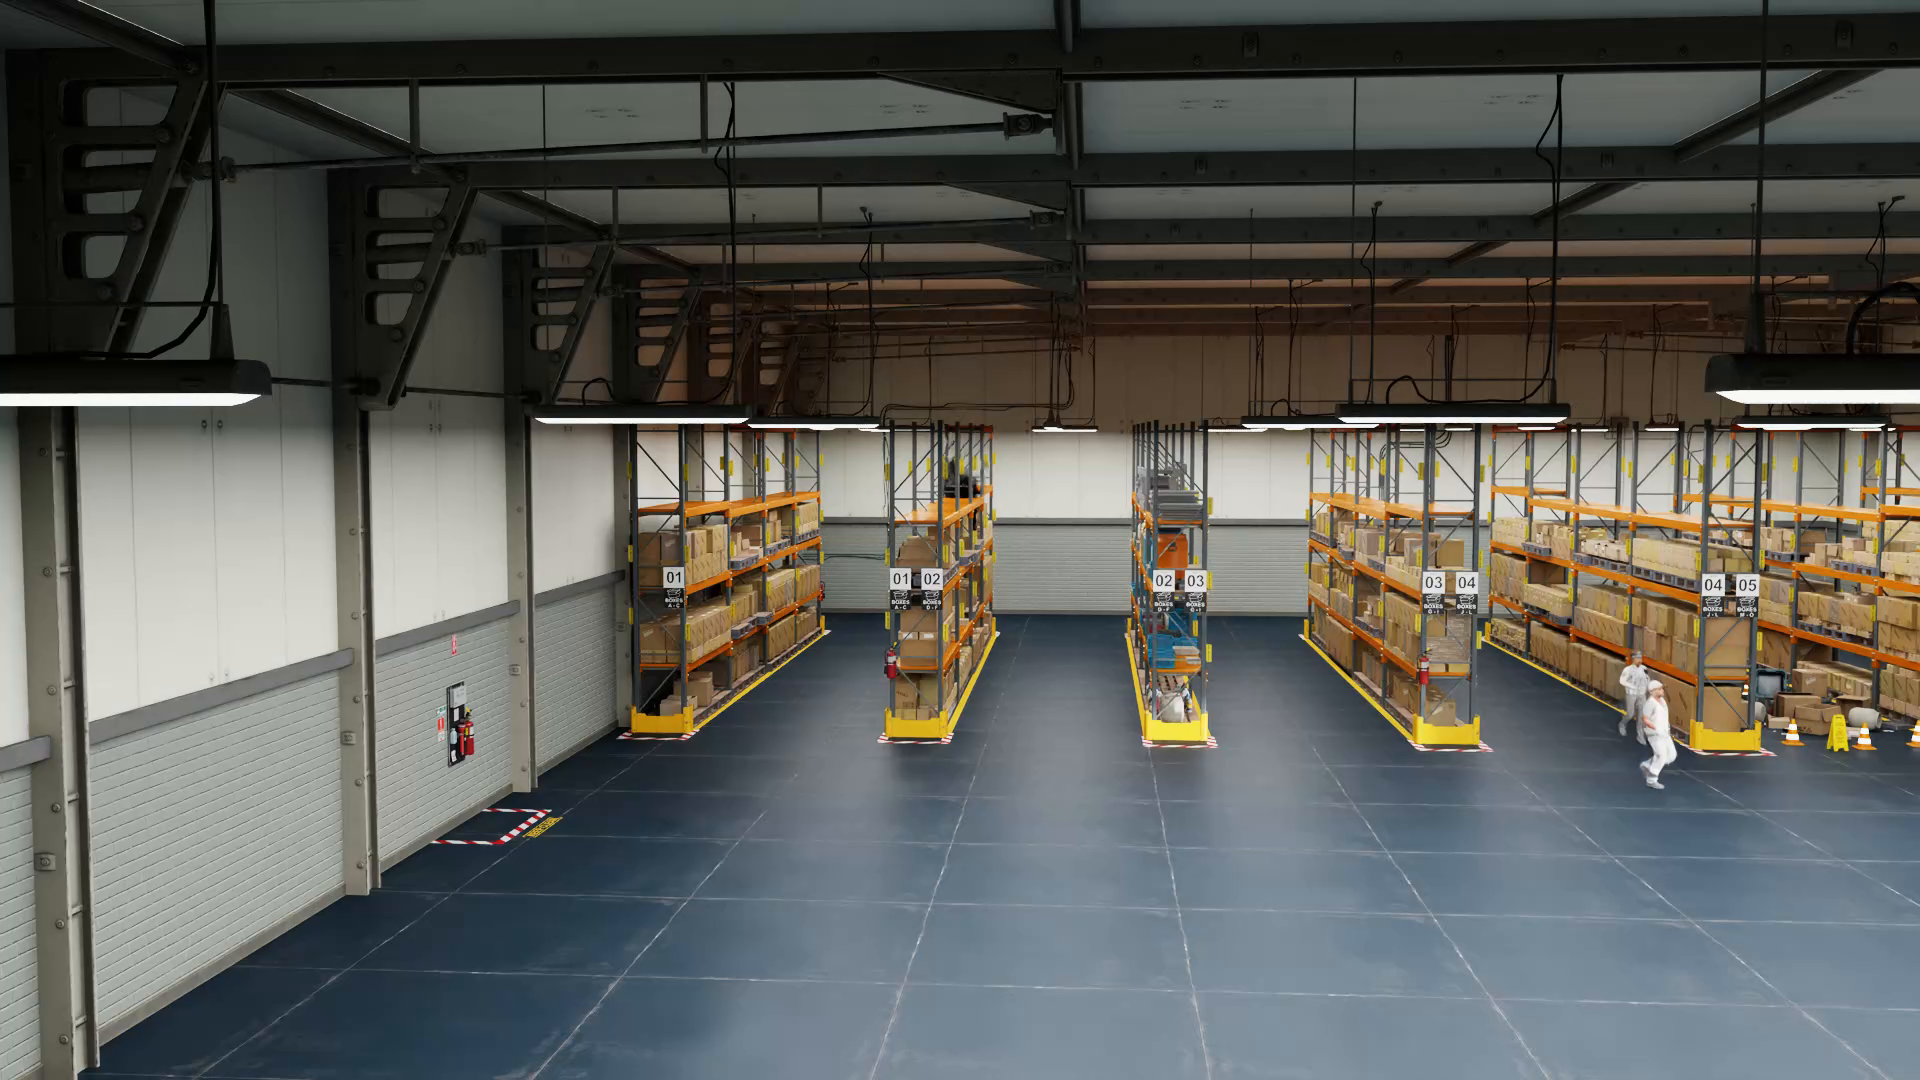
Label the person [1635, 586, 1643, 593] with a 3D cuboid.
[{"bbox_3d":[19.202,1.890,47.375,0.581,1.678,0.661,1,4,13],"label":"person"}]

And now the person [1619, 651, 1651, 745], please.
[{"bbox_3d":[12.625,2.912,31.087,0.638,1.715,0.818,0,4,-3],"label":"person"}]

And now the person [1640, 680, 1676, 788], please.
[{"bbox_3d":[11.303,3.147,26.969,0.661,1.745,0.548,-3,5,-44],"label":"person"}]
